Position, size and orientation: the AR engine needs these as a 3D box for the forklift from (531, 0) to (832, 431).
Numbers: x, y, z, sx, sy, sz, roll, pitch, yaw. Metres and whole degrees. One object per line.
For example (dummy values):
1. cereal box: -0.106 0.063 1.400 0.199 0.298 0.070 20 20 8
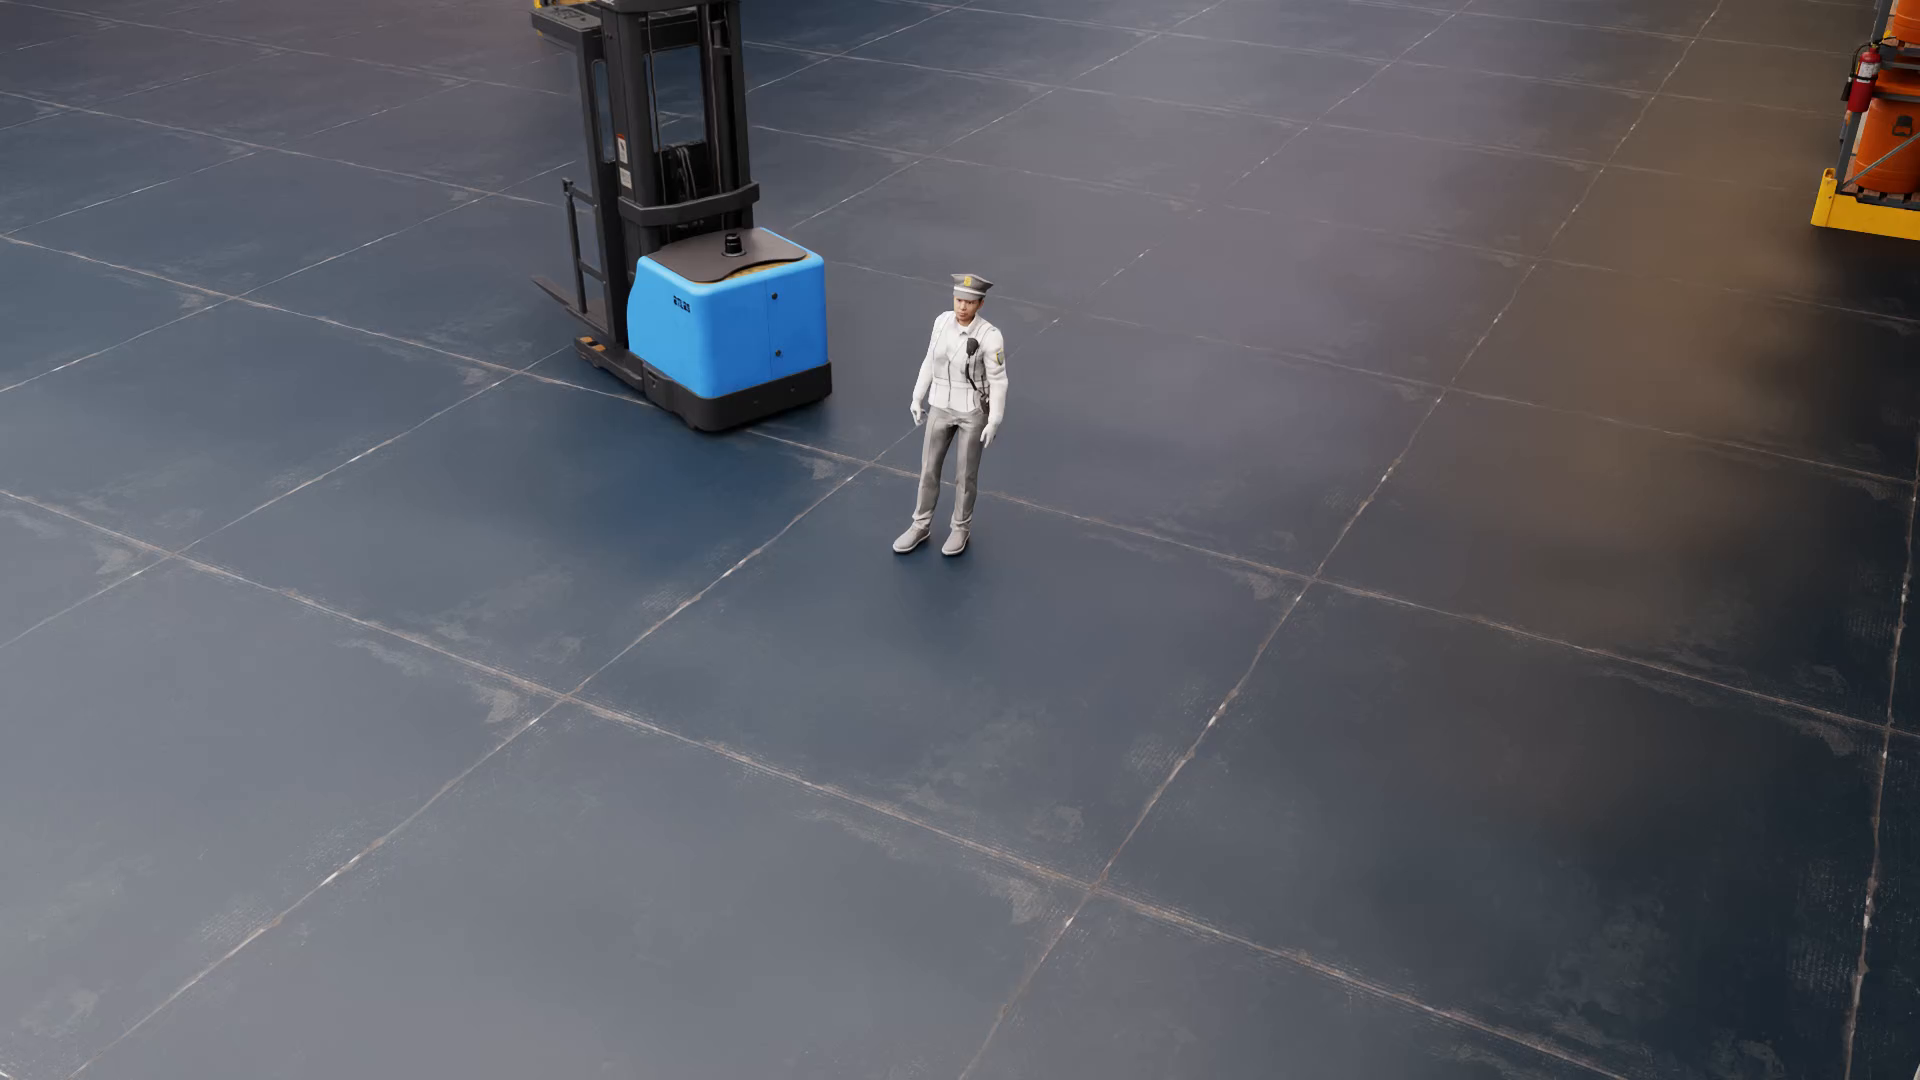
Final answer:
1. forklift: -2.201 -2.669 11.696 1.130 2.935 3.031 -21 36 -32

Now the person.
1. person: -0.039 -0.712 9.527 0.588 1.695 0.531 15 33 25
